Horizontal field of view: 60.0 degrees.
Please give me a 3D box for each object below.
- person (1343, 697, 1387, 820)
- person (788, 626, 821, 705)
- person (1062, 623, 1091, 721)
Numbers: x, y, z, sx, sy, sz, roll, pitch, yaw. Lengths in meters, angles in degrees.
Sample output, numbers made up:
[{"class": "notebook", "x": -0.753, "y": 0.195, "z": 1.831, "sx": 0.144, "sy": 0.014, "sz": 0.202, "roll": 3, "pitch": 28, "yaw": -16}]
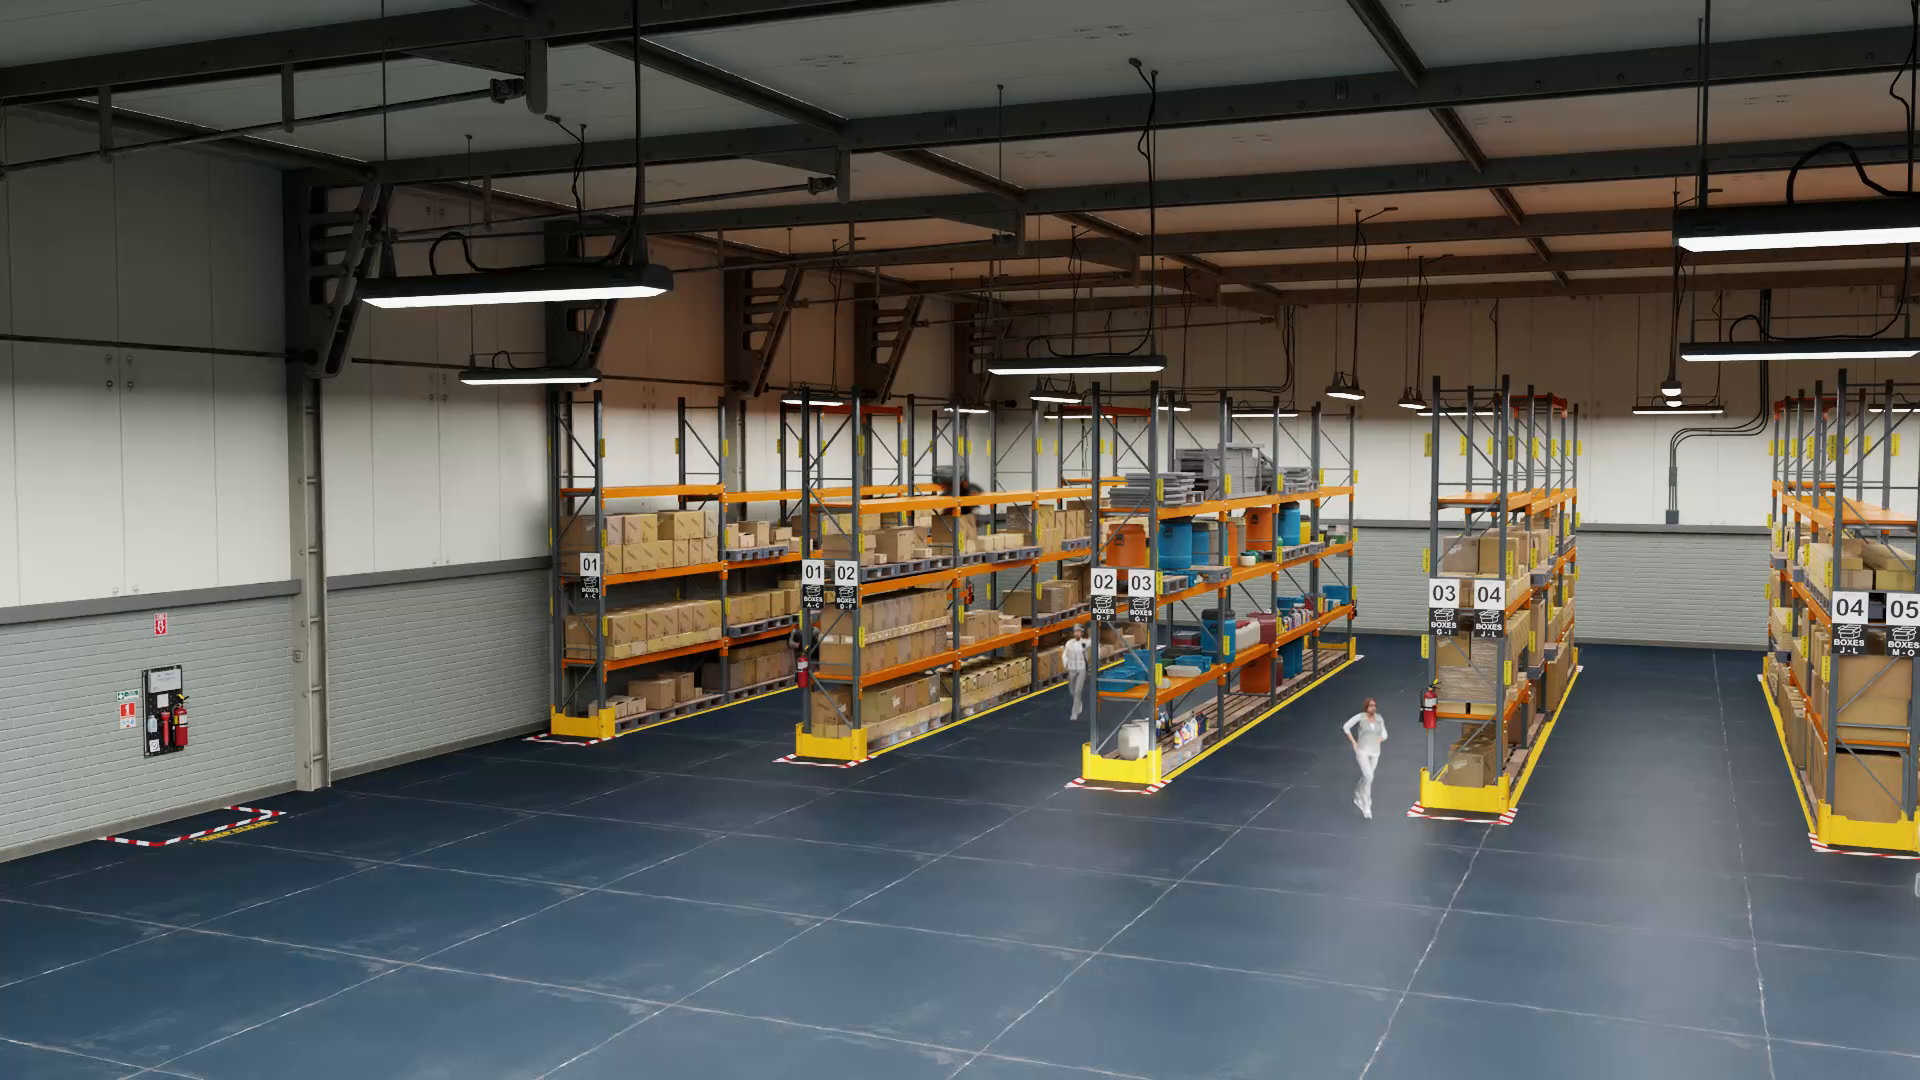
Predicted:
[{"class": "person", "x": 5.541, "y": 2.949, "z": 22.684, "sx": 0.540, "sy": 1.638, "sz": 0.664, "roll": -1, "pitch": 3, "yaw": -14}, {"class": "person", "x": -2.801, "y": 2.229, "z": 30.104, "sx": 0.622, "sy": 1.821, "sz": 0.721, "roll": 1, "pitch": 3, "yaw": 13}, {"class": "person", "x": 2.076, "y": 2.285, "z": 29.105, "sx": 0.632, "sy": 1.665, "sz": 0.765, "roll": 1, "pitch": 3, "yaw": 19}]
